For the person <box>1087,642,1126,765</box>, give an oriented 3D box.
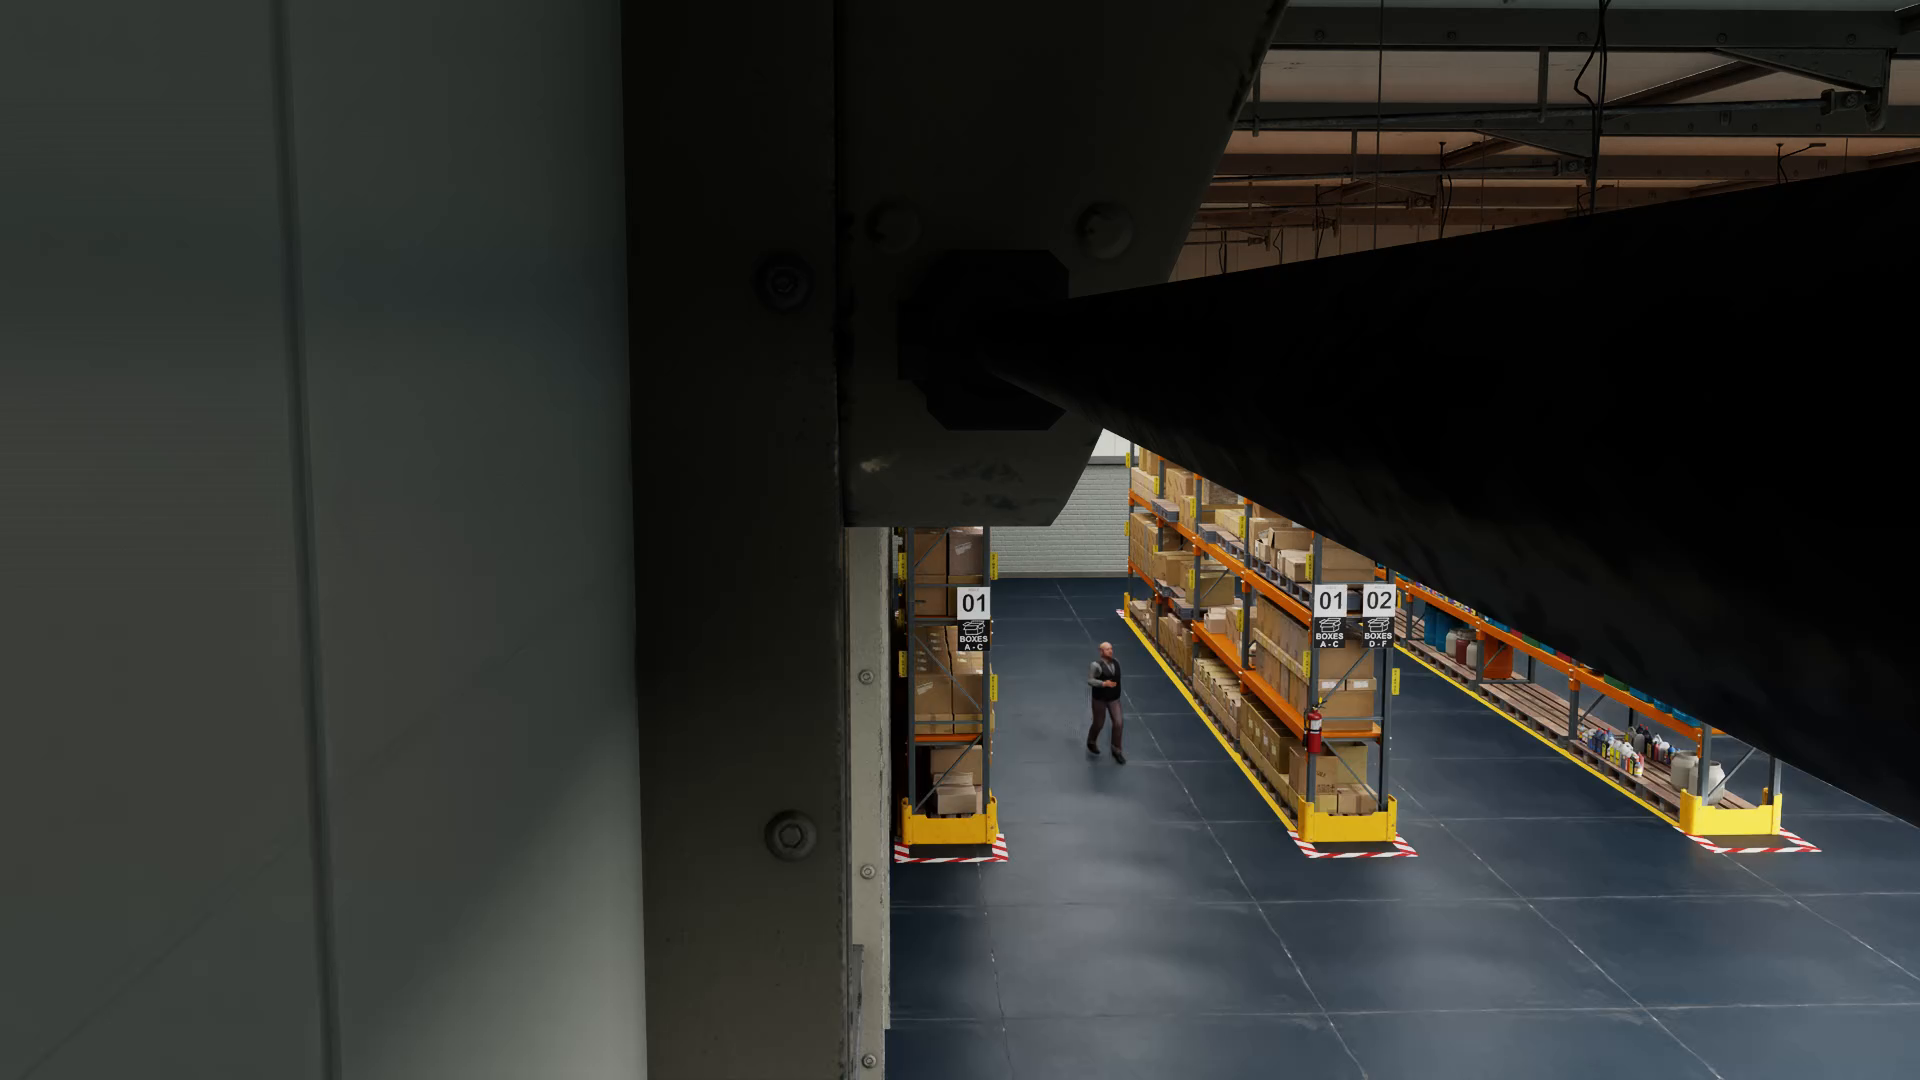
[{"bbox_3d":[2.109,2.363,24.329,0.644,1.772,0.805,-3,8,-24],"label":"person"}]
